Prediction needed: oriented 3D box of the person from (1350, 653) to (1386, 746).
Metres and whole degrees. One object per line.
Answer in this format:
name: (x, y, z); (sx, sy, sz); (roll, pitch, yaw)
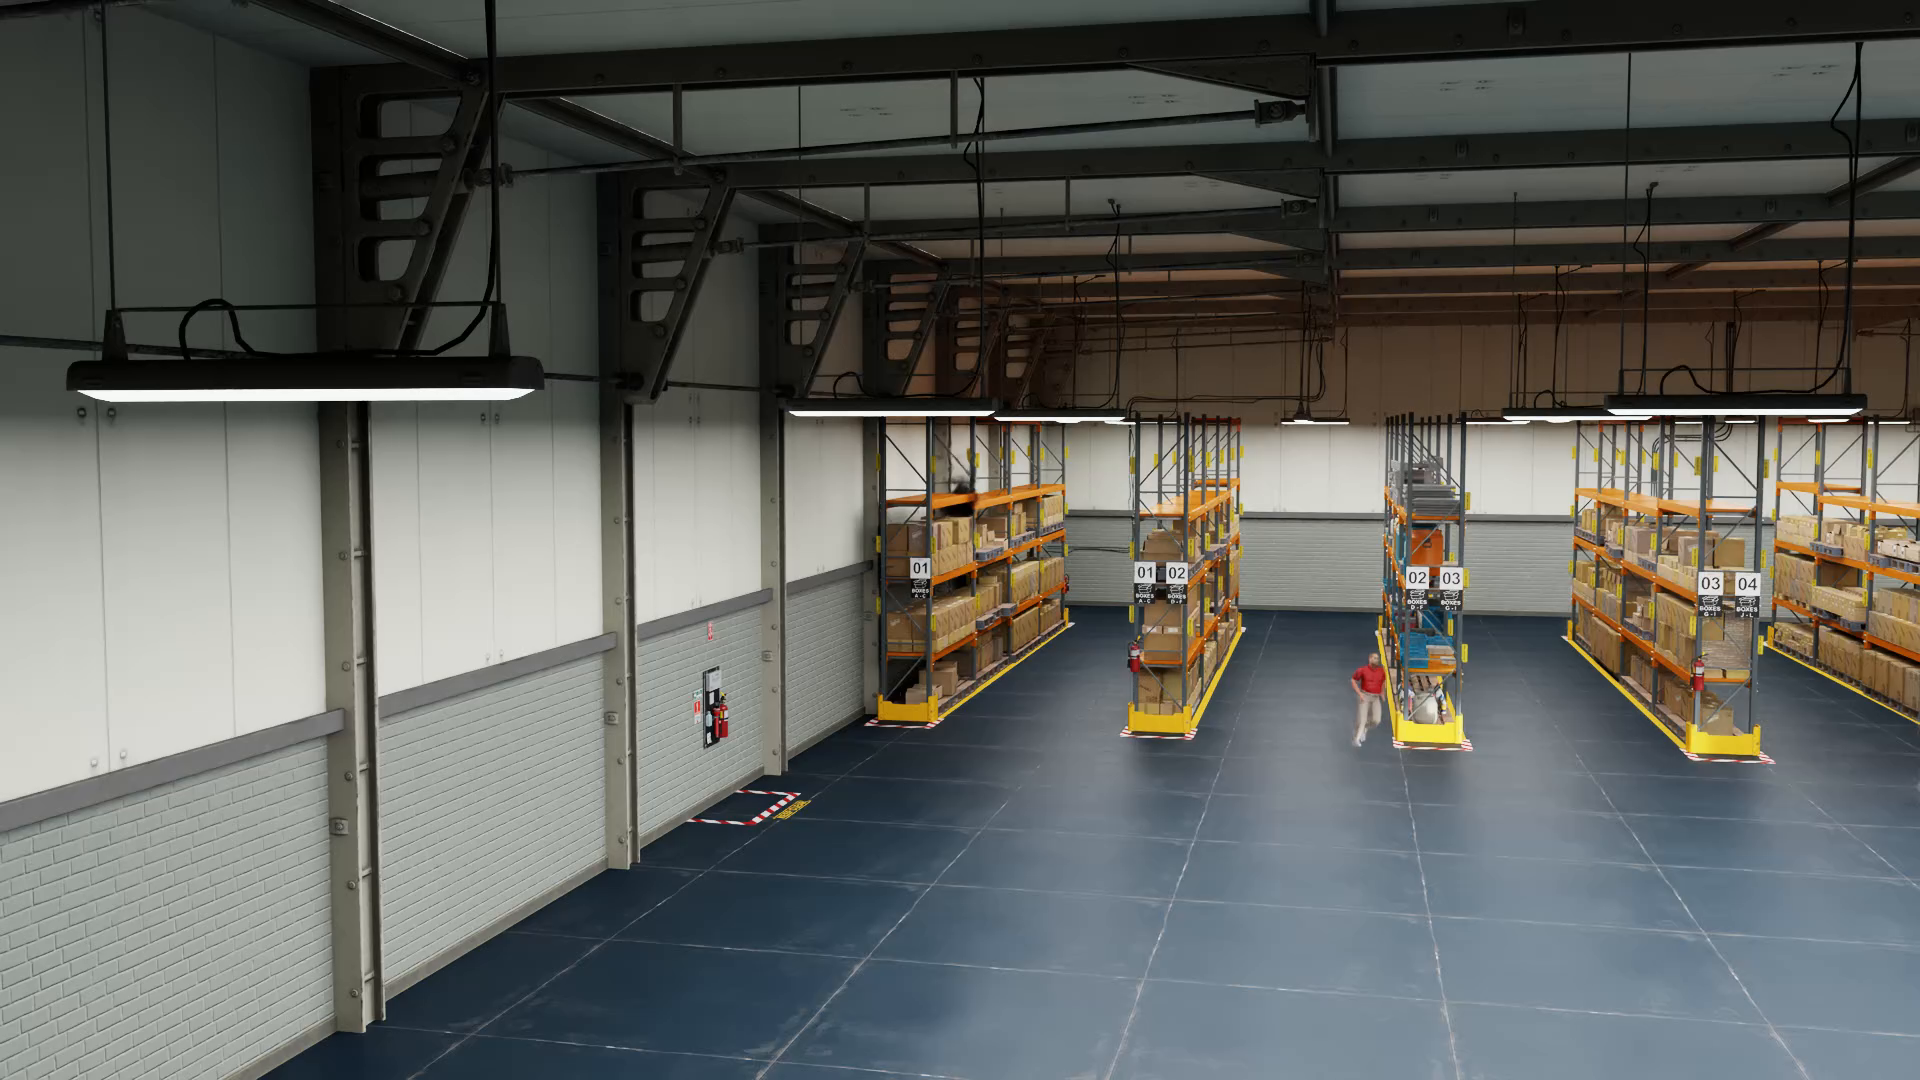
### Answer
person: (7.401, 2.873, 29.983); (0.715, 1.674, 0.539); (-1, 4, -11)
